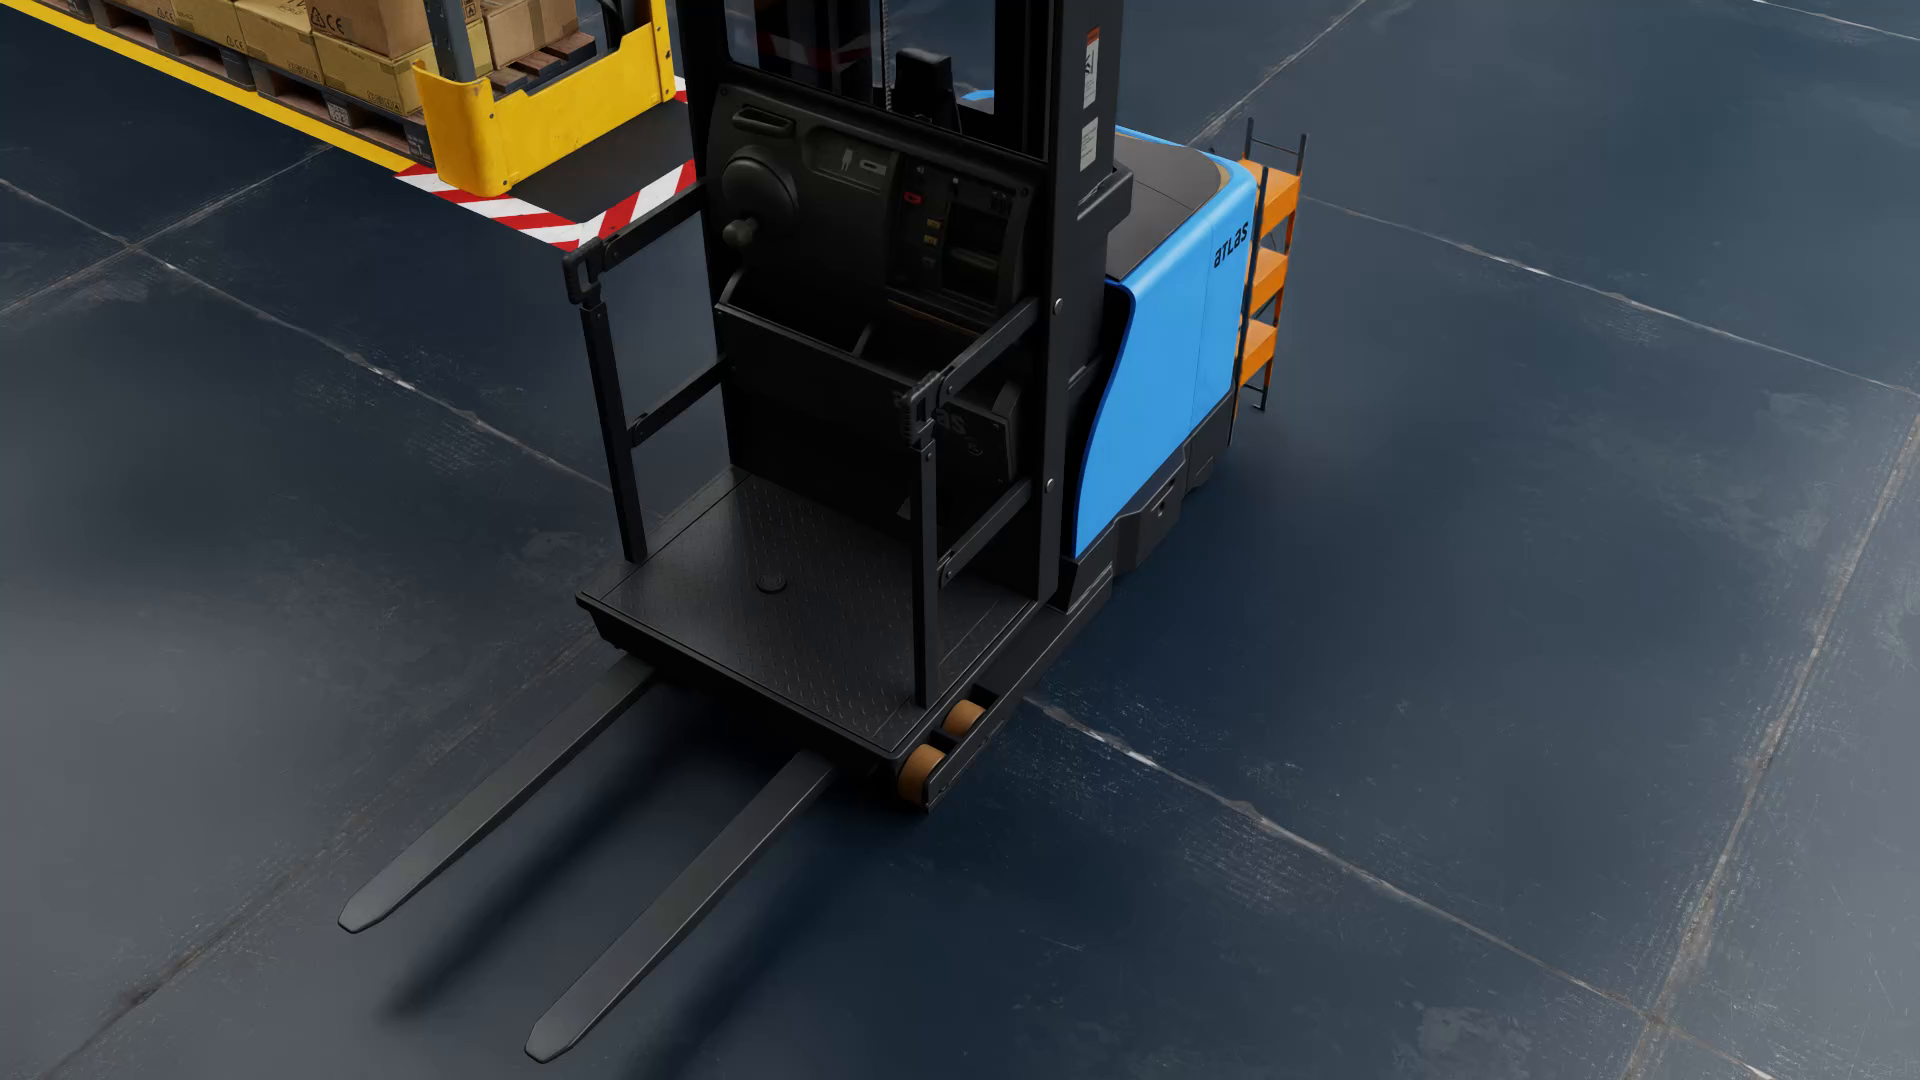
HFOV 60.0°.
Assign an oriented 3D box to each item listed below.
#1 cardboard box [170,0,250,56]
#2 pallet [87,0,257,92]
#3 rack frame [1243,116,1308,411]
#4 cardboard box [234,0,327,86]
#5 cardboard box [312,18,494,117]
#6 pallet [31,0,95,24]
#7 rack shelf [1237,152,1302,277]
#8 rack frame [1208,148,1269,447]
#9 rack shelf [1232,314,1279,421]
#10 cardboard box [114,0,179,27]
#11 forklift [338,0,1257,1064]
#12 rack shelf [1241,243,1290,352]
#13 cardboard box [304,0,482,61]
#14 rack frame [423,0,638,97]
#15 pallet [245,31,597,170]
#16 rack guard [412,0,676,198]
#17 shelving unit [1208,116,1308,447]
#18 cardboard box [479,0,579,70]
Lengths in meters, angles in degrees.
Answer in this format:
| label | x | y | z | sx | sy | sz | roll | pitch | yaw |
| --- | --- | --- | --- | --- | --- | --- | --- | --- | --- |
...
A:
| label | x | y | z | sx | sy | sz | roll | pitch | yaw |
| --- | --- | --- | --- | --- | --- | --- | --- | --- | --- |
| cardboard box | -3.186 | -2.448 | 7.484 | 0.500 | 0.250 | 0.500 | 25 | 48 | 25 |
| pallet | -3.395 | -2.596 | 7.992 | 1.213 | 0.211 | 1.003 | 25 | 48 | 25 |
| rack frame | 0.974 | -0.878 | 5.444 | 0.200 | 1.050 | 0.008 | 26 | 48 | 26 |
| cardboard box | -2.776 | -2.258 | 7.271 | 0.500 | 0.250 | 0.500 | 25 | 48 | 25 |
| cardboard box | -2.359 | -2.073 | 7.064 | 0.500 | 0.250 | 0.500 | 25 | 48 | 25 |
| pallet | -4.398 | -3.062 | 8.514 | 1.213 | 0.211 | 1.003 | 25 | 48 | 25 |
| rack shelf | 0.902 | -1.016 | 5.188 | 0.215 | 0.259 | 0.240 | 26 | 48 | 26 |
| rack frame | 0.830 | -0.746 | 5.297 | 0.200 | 1.050 | 0.008 | 26 | 48 | 26 |
| rack shelf | 0.902 | -0.597 | 5.563 | 0.215 | 0.259 | 0.240 | 26 | 48 | 26 |
| cardboard box | -3.594 | -2.641 | 7.699 | 0.500 | 0.250 | 0.500 | 25 | 48 | 25 |
| forklift | -0.350 | -0.743 | 3.882 | 1.130 | 2.935 | 3.031 | 24 | 47 | 24 |
| rack shelf | 0.902 | -0.804 | 5.377 | 0.215 | 0.259 | 0.240 | 26 | 48 | 26 |
| cardboard box | -2.361 | -2.351 | 6.813 | 0.500 | 0.500 | 0.500 | 25 | 48 | 25 |
| rack frame | -1.751 | -2.897 | 6.238 | 0.127 | 3.000 | 1.000 | 25 | 48 | 25 |
| pallet | -2.401 | -2.128 | 7.470 | 1.213 | 0.211 | 1.003 | 25 | 48 | 25 |
| rack guard | -1.731 | -1.957 | 7.062 | 0.348 | 0.500 | 1.175 | 25 | 48 | 25 |
| shelving unit | 0.902 | -0.812 | 5.370 | 0.215 | 1.050 | 0.252 | 26 | 48 | 26 |
| cardboard box | -2.062 | -2.356 | 7.380 | 0.500 | 0.250 | 0.500 | 25 | 48 | 25 |
